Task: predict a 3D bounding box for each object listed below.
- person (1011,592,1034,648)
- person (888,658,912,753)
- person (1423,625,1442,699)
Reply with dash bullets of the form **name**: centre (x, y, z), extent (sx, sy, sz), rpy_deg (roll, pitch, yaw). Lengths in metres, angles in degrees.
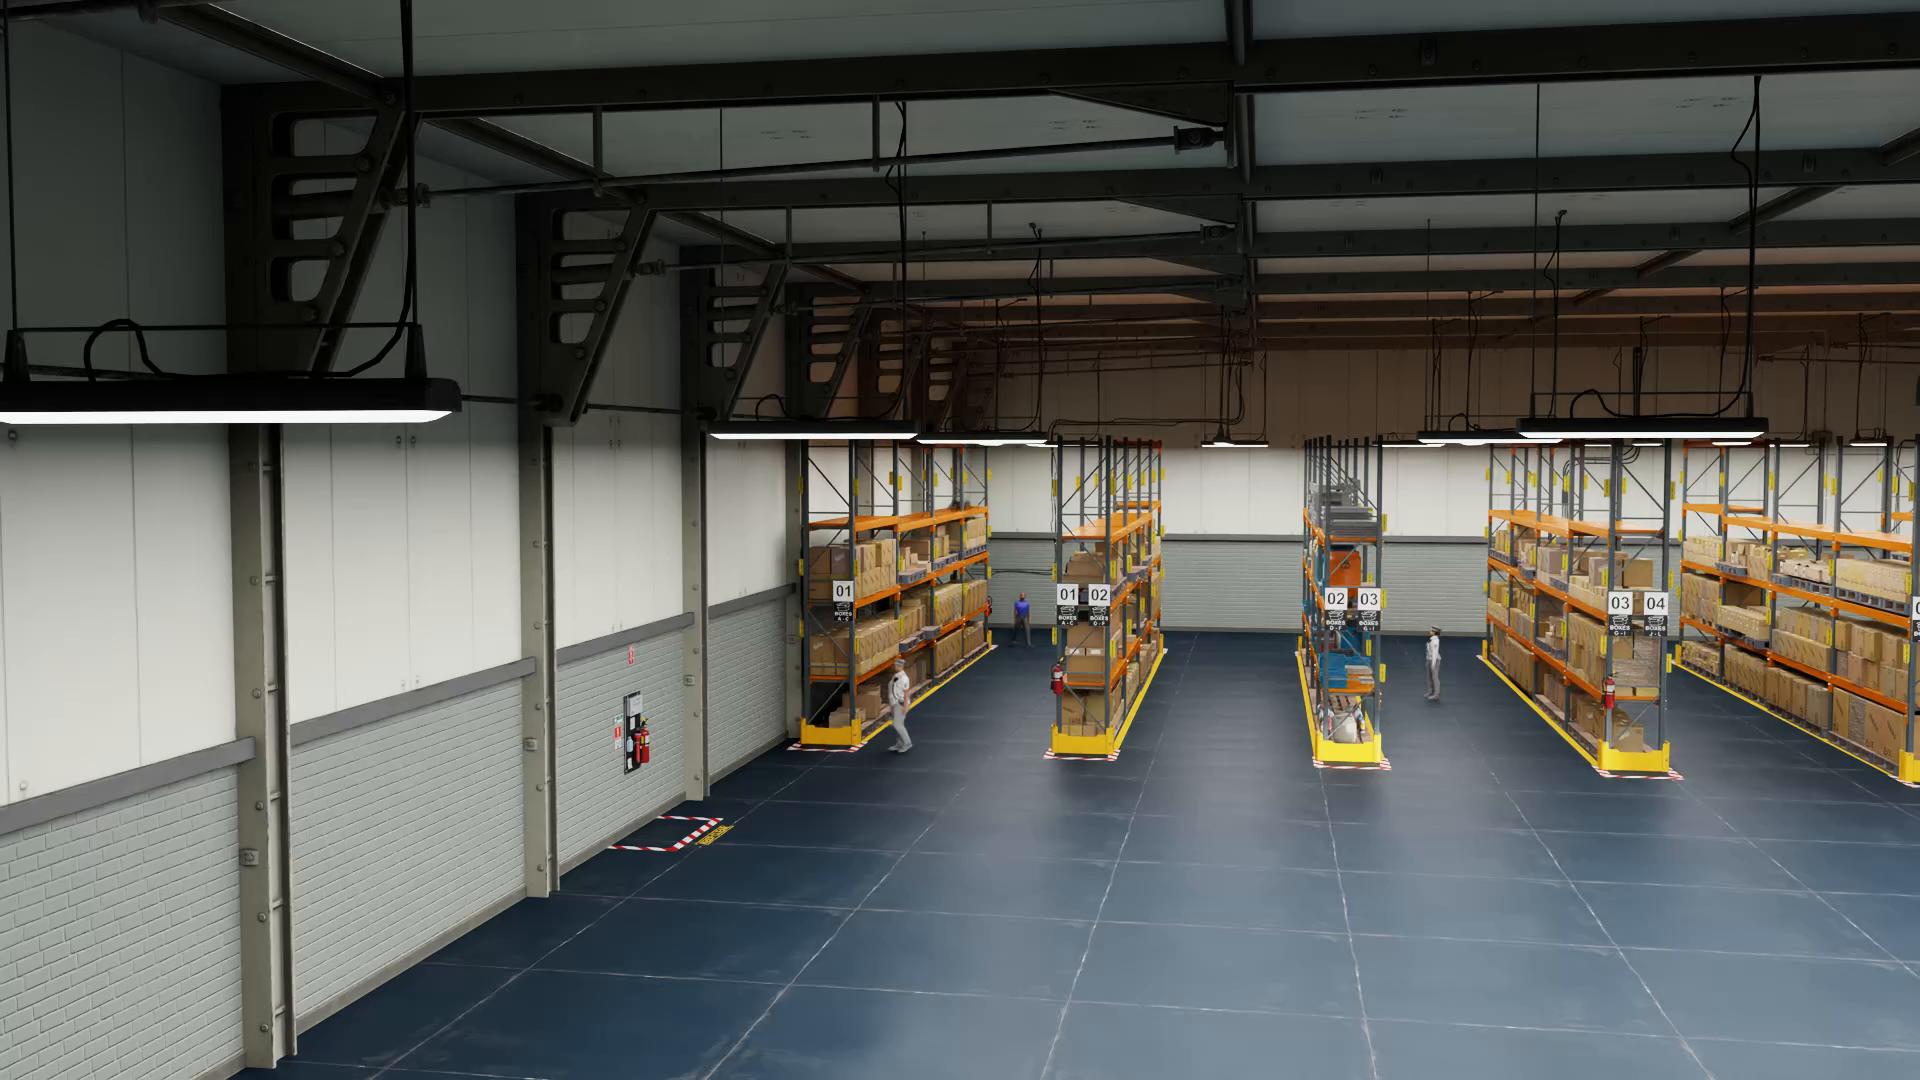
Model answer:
- **person**: centre (1.771, 2.317, 48.199), extent (0.505, 1.564, 0.997), rpy_deg (-1, 3, -22)
- **person**: centre (-1.169, 3.131, 31.581), extent (0.425, 1.783, 0.585), rpy_deg (-2, 4, -31)
- **person**: centre (10.887, 2.799, 38.294), extent (0.390, 1.698, 0.511), rpy_deg (0, 3, -8)
